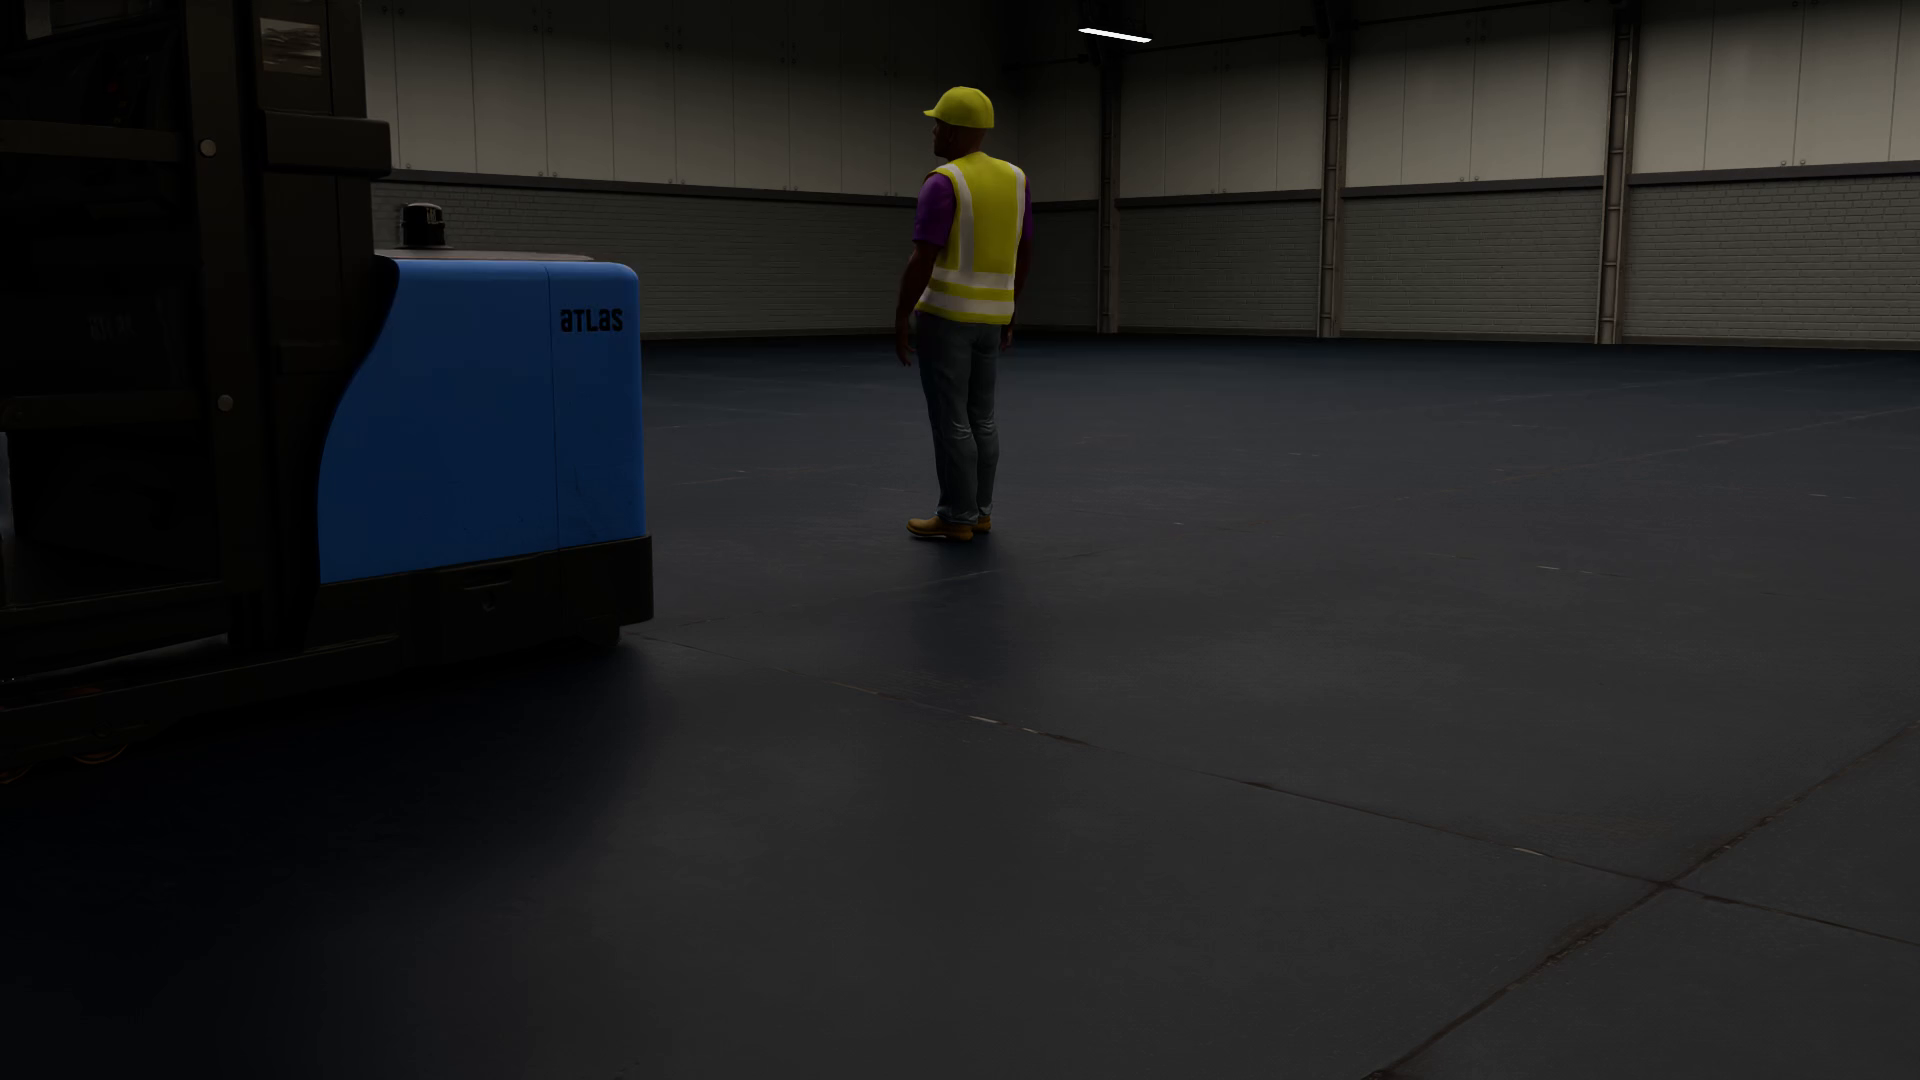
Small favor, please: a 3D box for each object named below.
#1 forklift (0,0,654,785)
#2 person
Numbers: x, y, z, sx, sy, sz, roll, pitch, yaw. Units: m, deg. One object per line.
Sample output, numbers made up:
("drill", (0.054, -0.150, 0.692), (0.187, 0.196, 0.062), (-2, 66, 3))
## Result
("forklift", (-2.192, -1.031, 3.723), (1.130, 2.935, 3.031), (7, 11, 38))
("person", (-0.047, -0.888, 6.637), (0.575, 1.768, 0.666), (8, 12, 43))
